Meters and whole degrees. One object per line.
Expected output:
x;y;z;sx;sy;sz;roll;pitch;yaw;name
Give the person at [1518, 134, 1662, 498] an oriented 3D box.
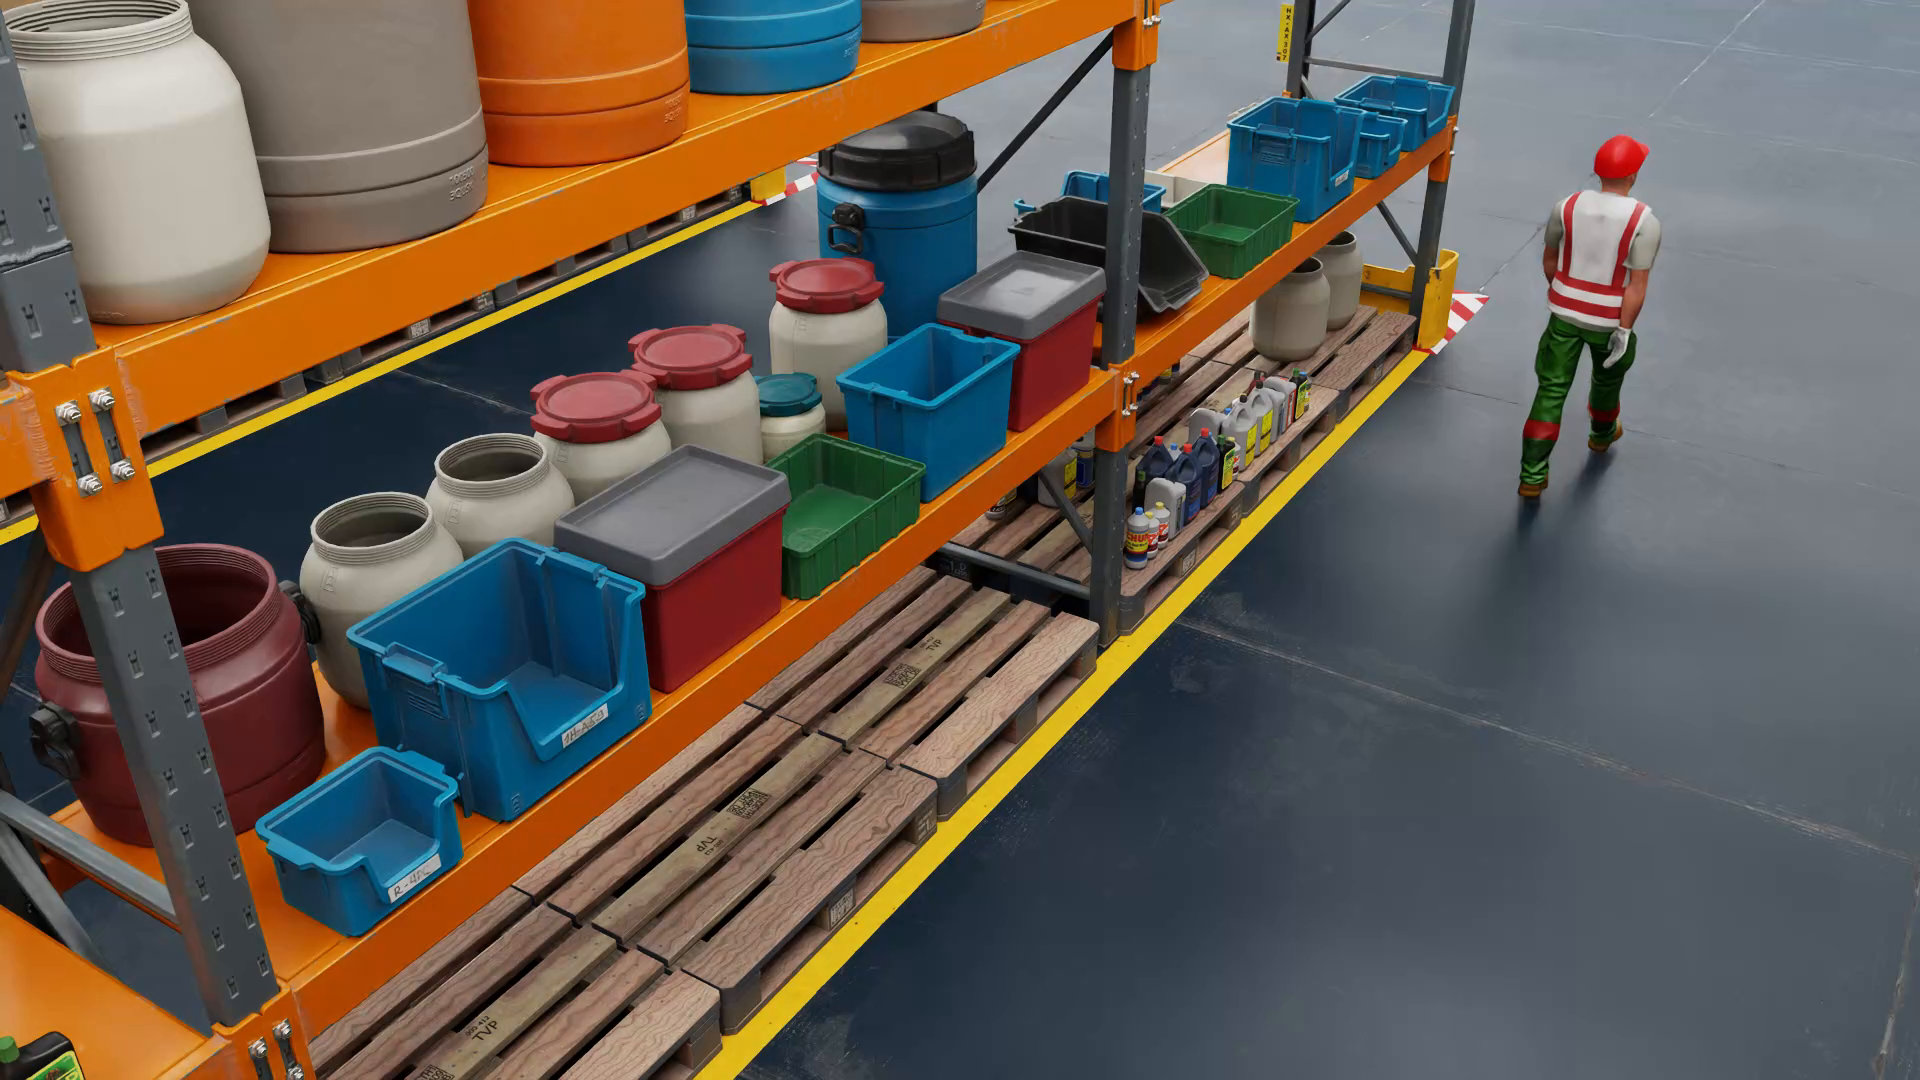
3.065;-1.140;8.043;0.536;1.729;1.045;18;35;28;person
